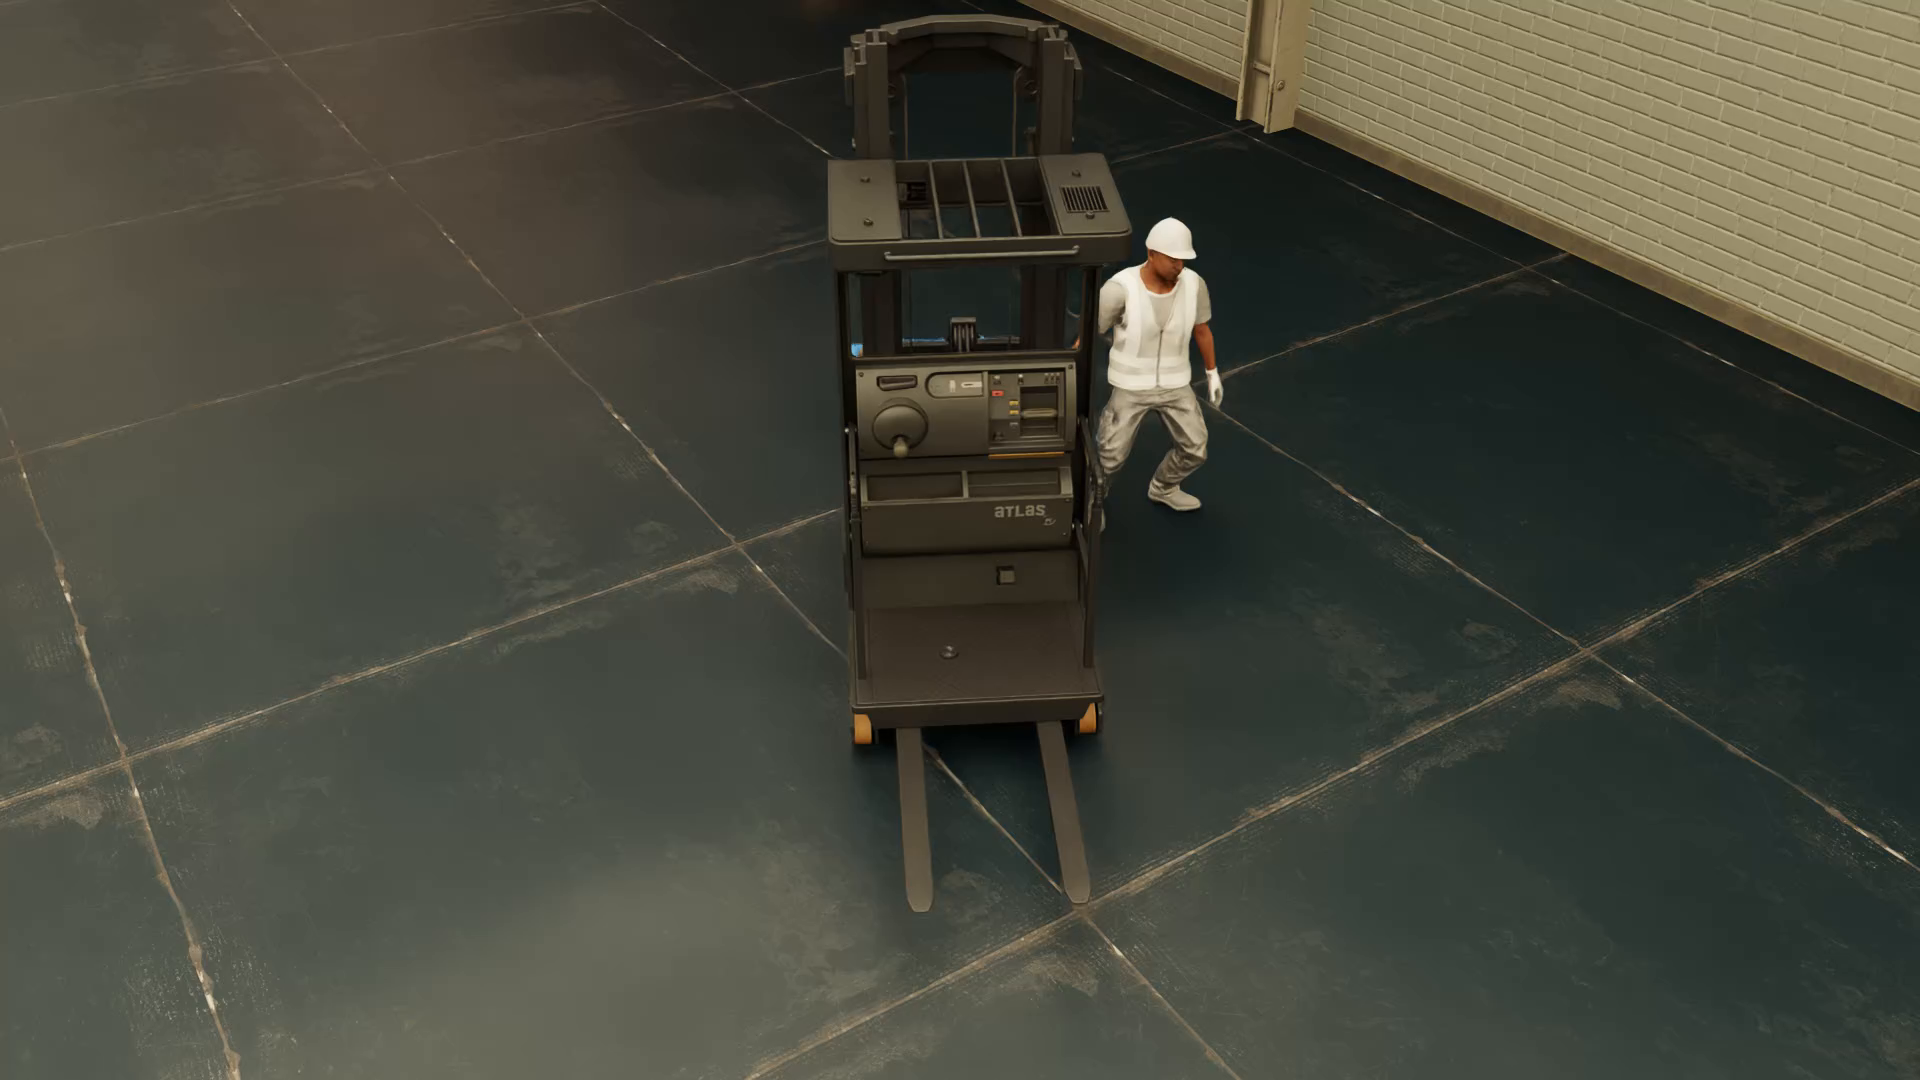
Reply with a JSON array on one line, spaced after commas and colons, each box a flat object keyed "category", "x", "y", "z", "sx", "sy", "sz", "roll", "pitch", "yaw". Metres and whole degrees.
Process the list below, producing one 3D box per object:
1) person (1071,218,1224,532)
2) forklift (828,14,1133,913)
[{"category": "person", "x": 0.907, "y": -0.790, "z": 8.382, "sx": 0.894, "sy": 1.746, "sz": 0.398, "roll": -6, "pitch": 36, "yaw": -8}, {"category": "forklift", "x": 0.046, "y": -0.488, "z": 6.843, "sx": 1.130, "sy": 2.935, "sz": 3.031, "roll": -2, "pitch": 35, "yaw": -3}]
